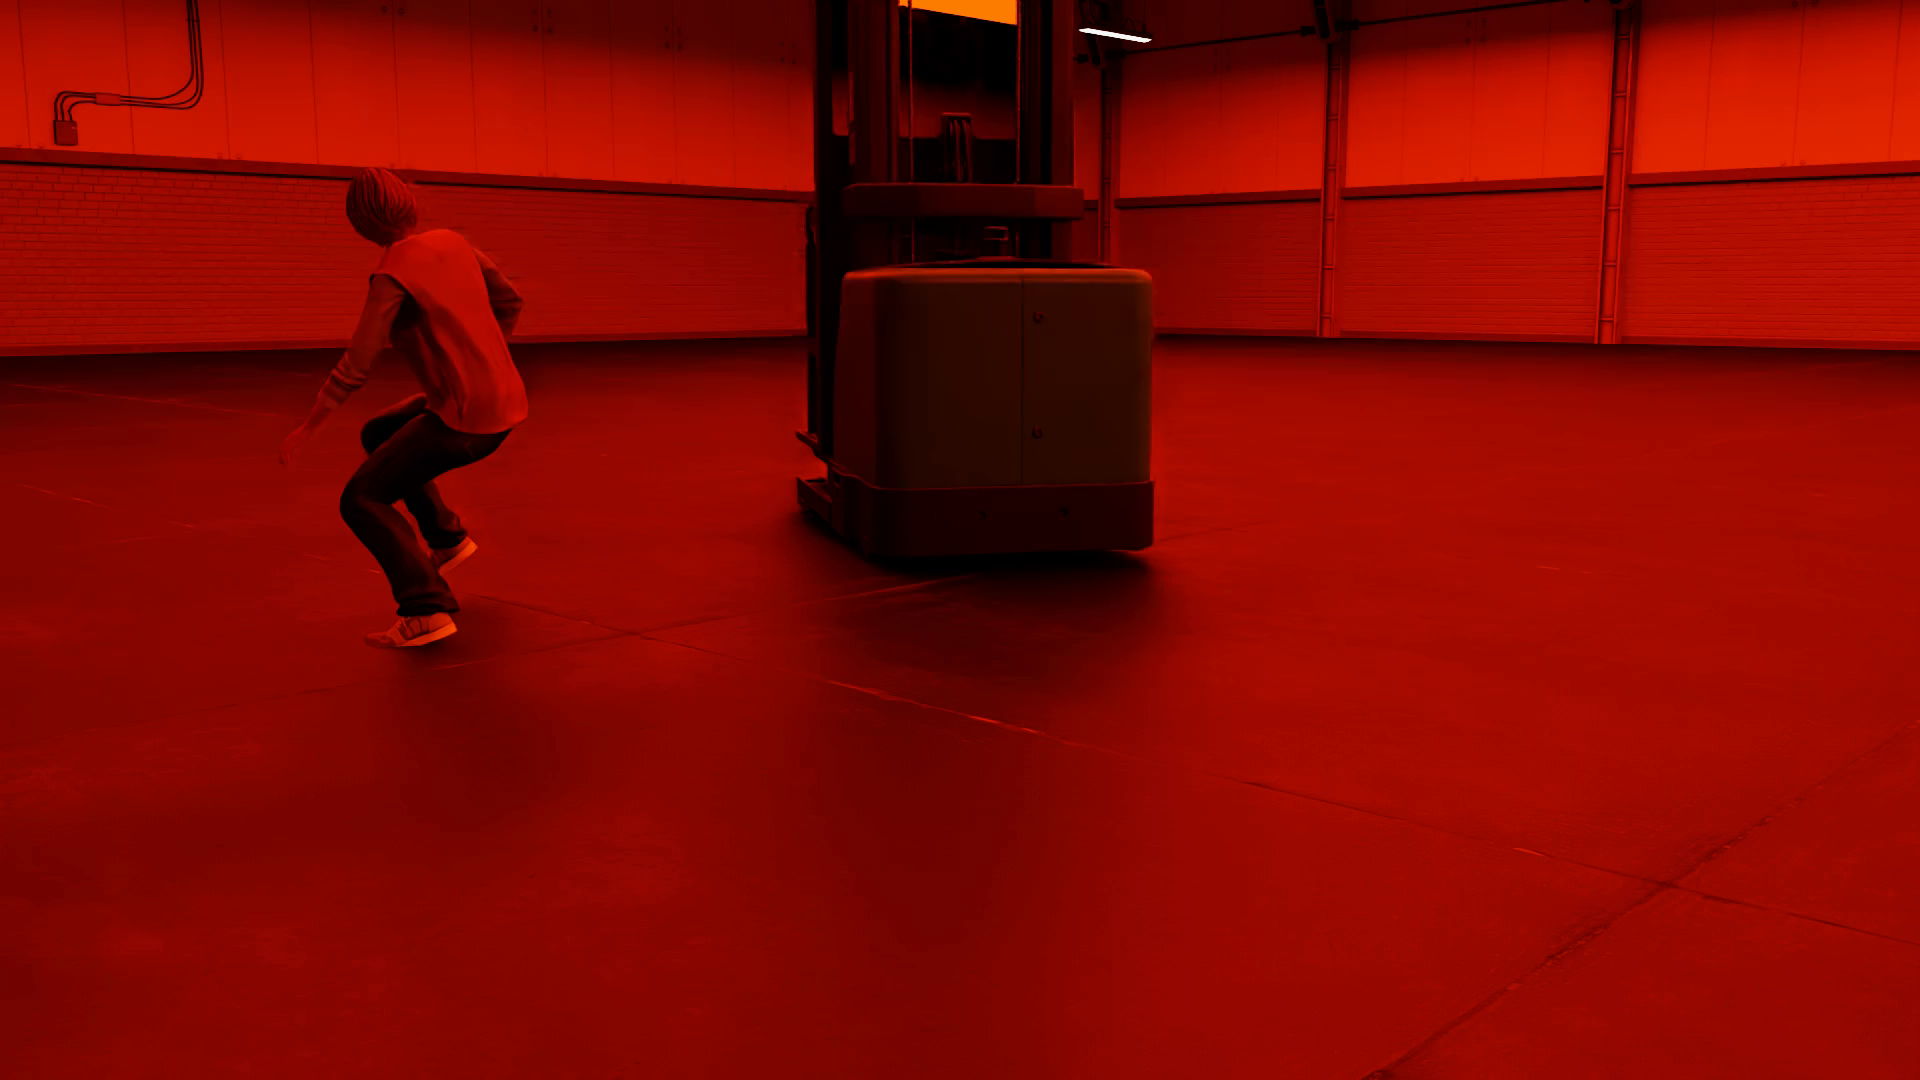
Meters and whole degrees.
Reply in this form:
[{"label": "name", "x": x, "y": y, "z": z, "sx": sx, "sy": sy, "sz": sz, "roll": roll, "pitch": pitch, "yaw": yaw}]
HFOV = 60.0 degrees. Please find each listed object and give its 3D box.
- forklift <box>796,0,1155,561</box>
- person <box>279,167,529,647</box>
[{"label": "forklift", "x": -0.121, "y": -1.552, "z": 7.182, "sx": 1.130, "sy": 2.935, "sz": 3.031, "roll": -2, "pitch": 9, "yaw": -13}, {"label": "person", "x": -1.612, "y": -0.397, "z": 4.941, "sx": 0.601, "sy": 1.379, "sz": 0.676, "roll": 1, "pitch": 9, "yaw": 8}]
